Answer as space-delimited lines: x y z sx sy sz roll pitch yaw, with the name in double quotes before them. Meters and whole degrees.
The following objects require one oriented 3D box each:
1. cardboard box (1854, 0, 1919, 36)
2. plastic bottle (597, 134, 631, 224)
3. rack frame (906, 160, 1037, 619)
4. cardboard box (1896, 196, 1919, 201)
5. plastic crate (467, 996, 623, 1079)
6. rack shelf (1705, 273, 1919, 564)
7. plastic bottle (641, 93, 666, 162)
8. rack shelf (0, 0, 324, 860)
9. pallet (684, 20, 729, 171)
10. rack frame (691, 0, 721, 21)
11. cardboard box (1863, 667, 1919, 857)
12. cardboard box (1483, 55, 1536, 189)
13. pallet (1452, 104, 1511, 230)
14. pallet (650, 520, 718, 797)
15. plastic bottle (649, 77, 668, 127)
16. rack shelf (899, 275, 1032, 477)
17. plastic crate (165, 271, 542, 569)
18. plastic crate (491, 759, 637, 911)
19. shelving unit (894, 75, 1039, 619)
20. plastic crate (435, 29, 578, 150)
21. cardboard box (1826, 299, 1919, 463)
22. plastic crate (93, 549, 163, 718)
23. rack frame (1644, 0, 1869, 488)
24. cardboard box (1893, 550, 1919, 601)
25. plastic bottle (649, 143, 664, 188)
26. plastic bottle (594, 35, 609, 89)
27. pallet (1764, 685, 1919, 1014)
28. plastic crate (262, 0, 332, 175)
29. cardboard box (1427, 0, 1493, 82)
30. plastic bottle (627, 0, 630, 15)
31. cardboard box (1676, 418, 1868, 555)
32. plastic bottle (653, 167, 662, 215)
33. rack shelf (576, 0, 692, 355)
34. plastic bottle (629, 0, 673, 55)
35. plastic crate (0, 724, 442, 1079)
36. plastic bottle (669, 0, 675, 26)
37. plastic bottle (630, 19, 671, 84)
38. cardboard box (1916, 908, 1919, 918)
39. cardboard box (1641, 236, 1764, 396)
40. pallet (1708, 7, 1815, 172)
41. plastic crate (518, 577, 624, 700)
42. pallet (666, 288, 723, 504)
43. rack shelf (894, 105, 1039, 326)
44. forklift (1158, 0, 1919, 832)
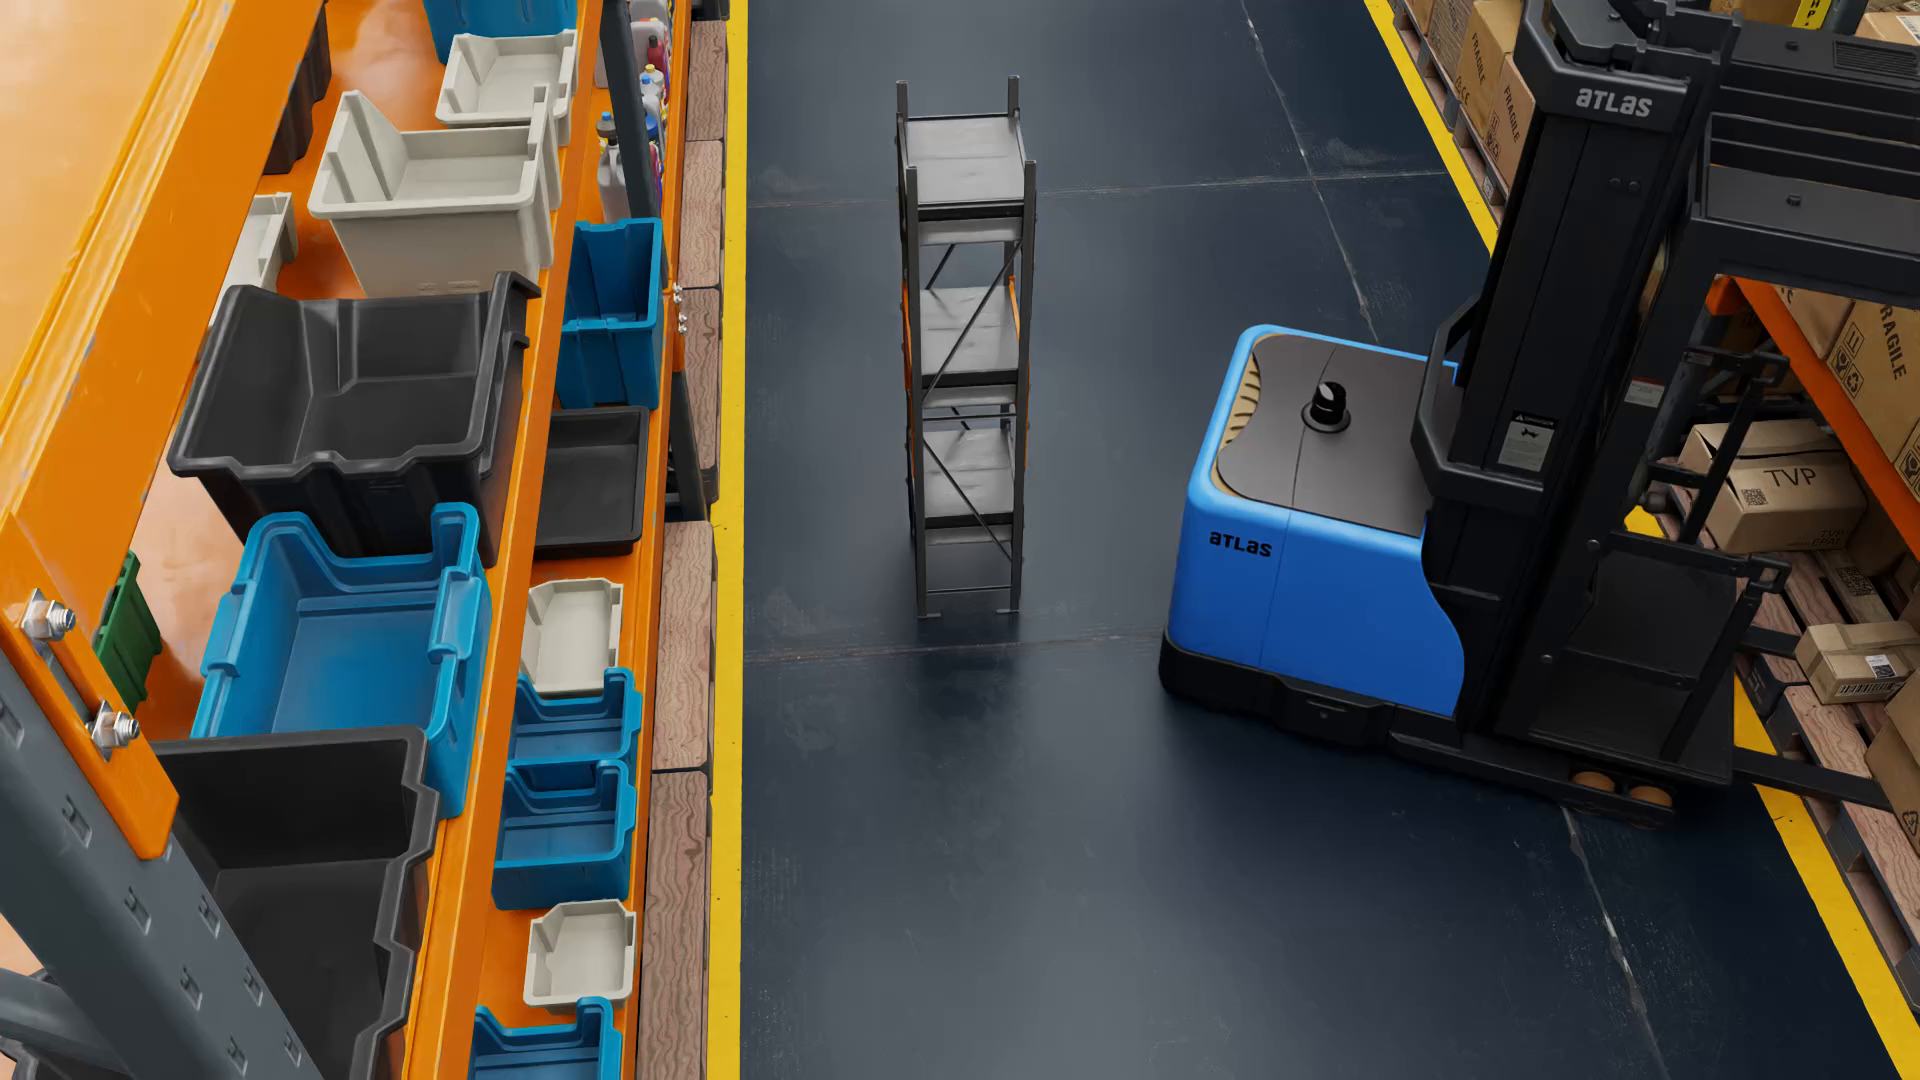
"cardboard box" 3.578 -1.862 6.226 0.700 0.500 0.500 -18 49 -16
"plastic bottle" -1.252 -1.315 6.100 0.144 0.351 0.185 -3 47 -3
"rack frame" 0.034 -0.426 5.844 0.400 2.100 0.015 -3 47 -3
"cardboard box" 3.197 -0.973 4.985 0.500 0.500 0.500 -5 47 -5
"plastic crate" -0.954 1.228 3.732 0.416 0.233 0.300 -3 47 -3
"rack shelf" 3.562 0.368 4.968 1.077 0.370 4.000 -3 47 -3
"plastic bottle" -1.231 -1.608 6.429 0.152 0.276 0.135 -3 47 -3
"rack shelf" -1.374 -1.259 2.652 1.077 0.370 4.000 -3 47 -3
"pallet" -1.769 -2.395 9.010 1.003 0.211 1.213 -3 47 -3
"rack frame" -1.876 -3.922 8.535 1.000 3.000 0.127 -3 47 -3
"cardboard box" 3.557 0.740 5.536 0.797 0.503 0.637 -3 47 -3
"cardboard box" 2.948 -2.047 8.178 0.500 0.500 0.500 -5 47 -5
"pallet" 3.184 -1.839 8.482 1.003 0.211 1.213 -3 47 -3
"pallet" -1.441 0.460 6.305 1.003 0.211 1.213 -3 47 -3
"plastic bottle" -1.222 -1.739 6.604 0.097 0.201 0.097 0 47 0
"rack shelf" 0.014 -0.593 6.021 0.431 0.518 0.480 -3 47 -3
"plastic crate" -1.061 -0.266 3.050 0.504 0.338 0.767 -3 47 -3
"plastic crate" -1.010 0.752 4.183 0.416 0.233 0.300 -3 47 -3
"shelving unit" 0.014 -0.602 6.011 0.431 2.100 0.503 -3 47 -3
"plastic crate" -1.056 -1.072 3.951 0.293 0.136 0.466 -3 47 -3
"cardboard box" 3.212 -0.605 5.325 0.500 0.500 0.500 -3 47 -3
"plastic crate" -1.574 0.211 2.701 0.450 0.188 0.336 -3 47 -3
"rack frame" 3.395 -1.327 6.077 1.000 3.000 0.127 -3 47 -3
"cardboard box" 3.816 0.165 6.325 0.380 0.149 0.250 -3 47 -3
"plastic bottle" -1.186 -1.430 6.312 0.097 0.201 0.097 0 47 0
"plastic bottle" -1.430 -2.004 6.804 0.152 0.276 0.135 -3 47 -3
"pallet" 3.556 1.014 5.781 1.003 0.211 1.213 -3 47 -3
"plastic crate" -1.711 -1.099 3.886 0.497 0.269 0.590 -3 47 -3
"cardboard box" 2.863 -2.787 8.879 0.500 0.500 0.500 -5 47 -5
"plastic bottle" -1.440 -2.397 7.180 0.097 0.271 0.097 0 47 0
"cardboard box" 3.214 -0.236 6.593 0.500 0.311 0.500 -3 47 -3
"plastic bottle" -1.147 -1.279 6.113 0.061 0.283 0.133 -3 47 -3
"rack shelf" -1.709 -2.228 7.426 1.077 0.370 4.000 -3 47 -3
"plastic bottle" -1.298 -2.181 6.972 0.152 0.276 0.135 -3 47 -3
"plastic crate" -0.961 0.584 2.292 0.497 0.269 0.590 -3 47 -3
"plastic bottle" -1.288 -2.336 7.121 0.097 0.271 0.097 0 47 0
"plastic bottle" -1.278 -2.013 6.813 0.152 0.276 0.135 -3 47 -3
"cardboard box" 3.389 1.294 5.186 0.500 0.250 0.500 -3 47 -3
"cardboard box" 3.068 -0.958 7.146 0.500 0.500 0.500 -4 47 -4
"pallet" 3.437 -1.845 6.700 1.003 0.211 1.213 -3 47 -3
"plastic crate" -1.096 0.283 4.692 0.293 0.136 0.466 -3 47 -3
"pallet" -1.565 -0.630 7.338 1.003 0.211 1.213 -3 47 -3
"rack shelf" 0.014 -1.074 5.512 0.431 0.518 0.480 -3 47 -3
"forklift" 2.327 -0.416 5.261 3.031 2.935 1.130 14 48 13
